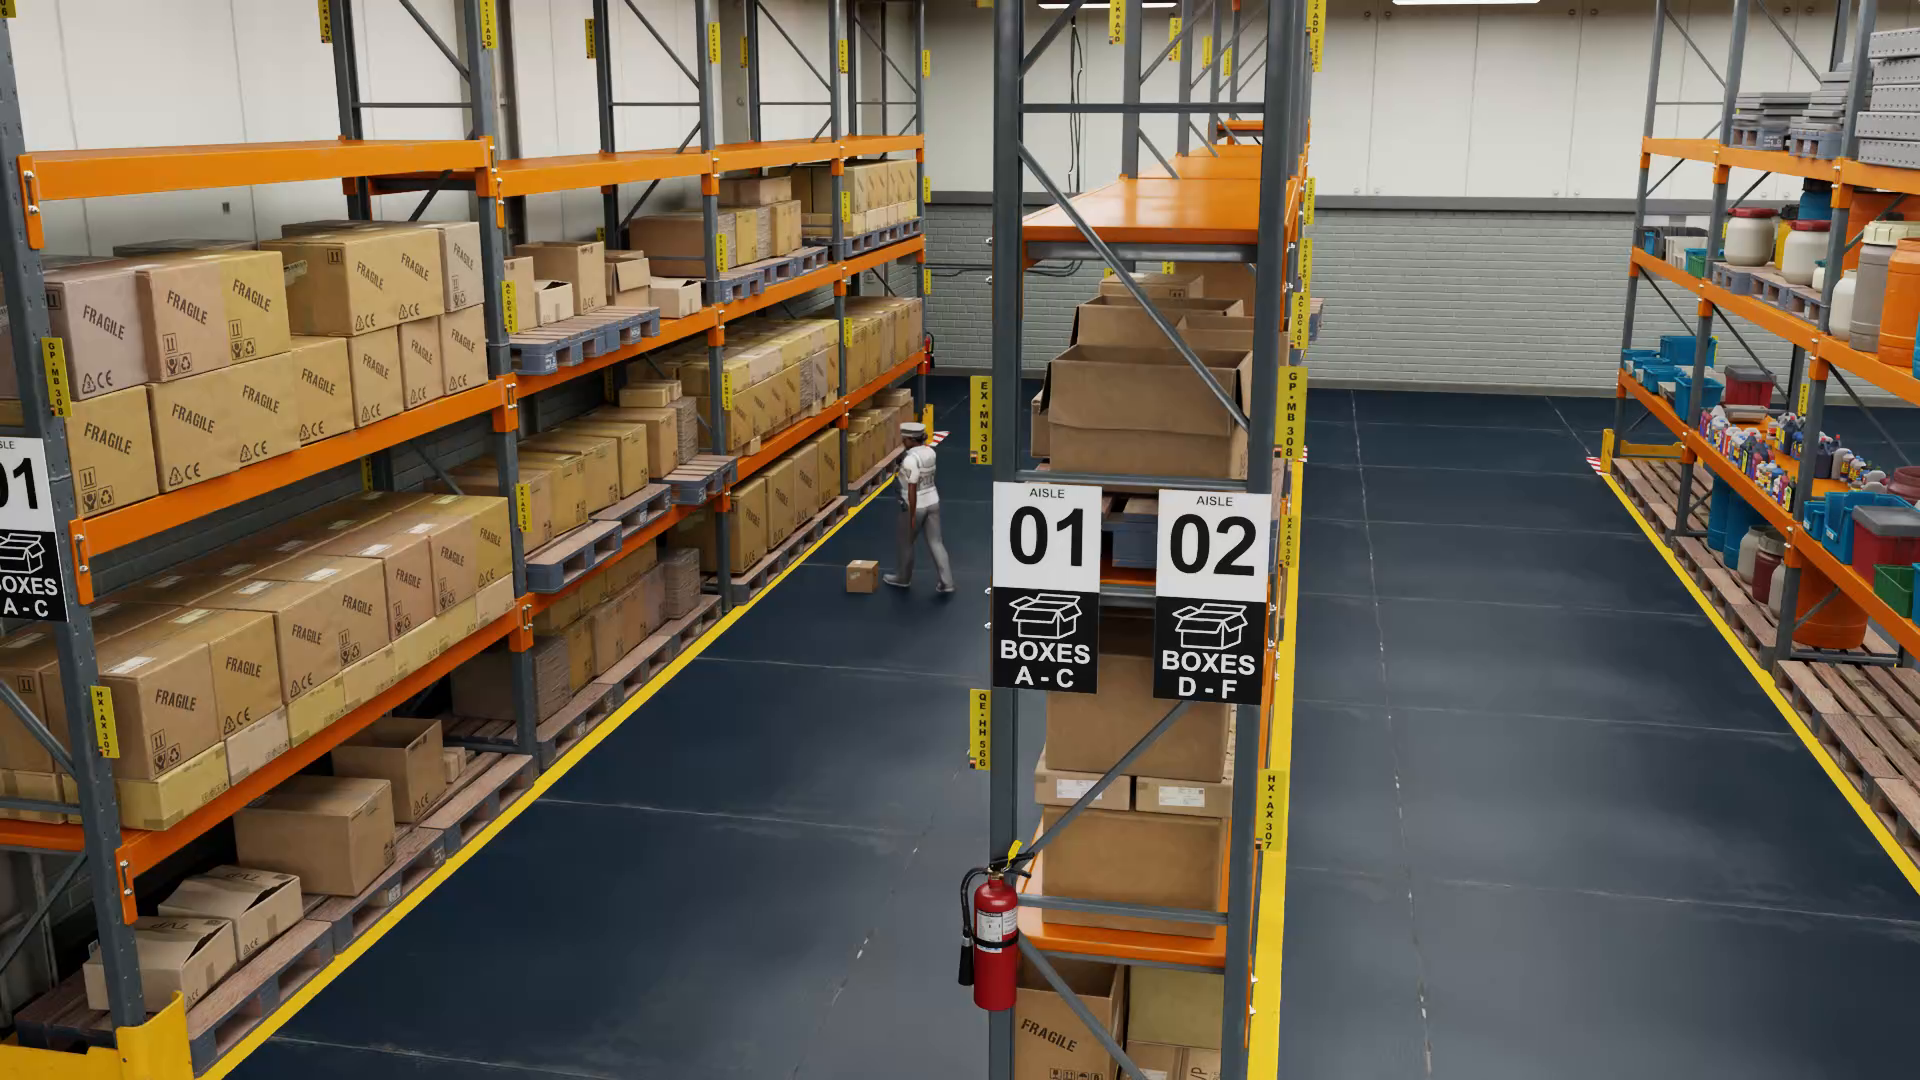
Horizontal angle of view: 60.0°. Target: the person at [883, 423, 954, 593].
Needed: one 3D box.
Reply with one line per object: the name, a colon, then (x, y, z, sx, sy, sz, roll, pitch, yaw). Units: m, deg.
person: (-0.377, -0.314, 15.691, 0.865, 1.626, 0.536, 13, 20, 41)
